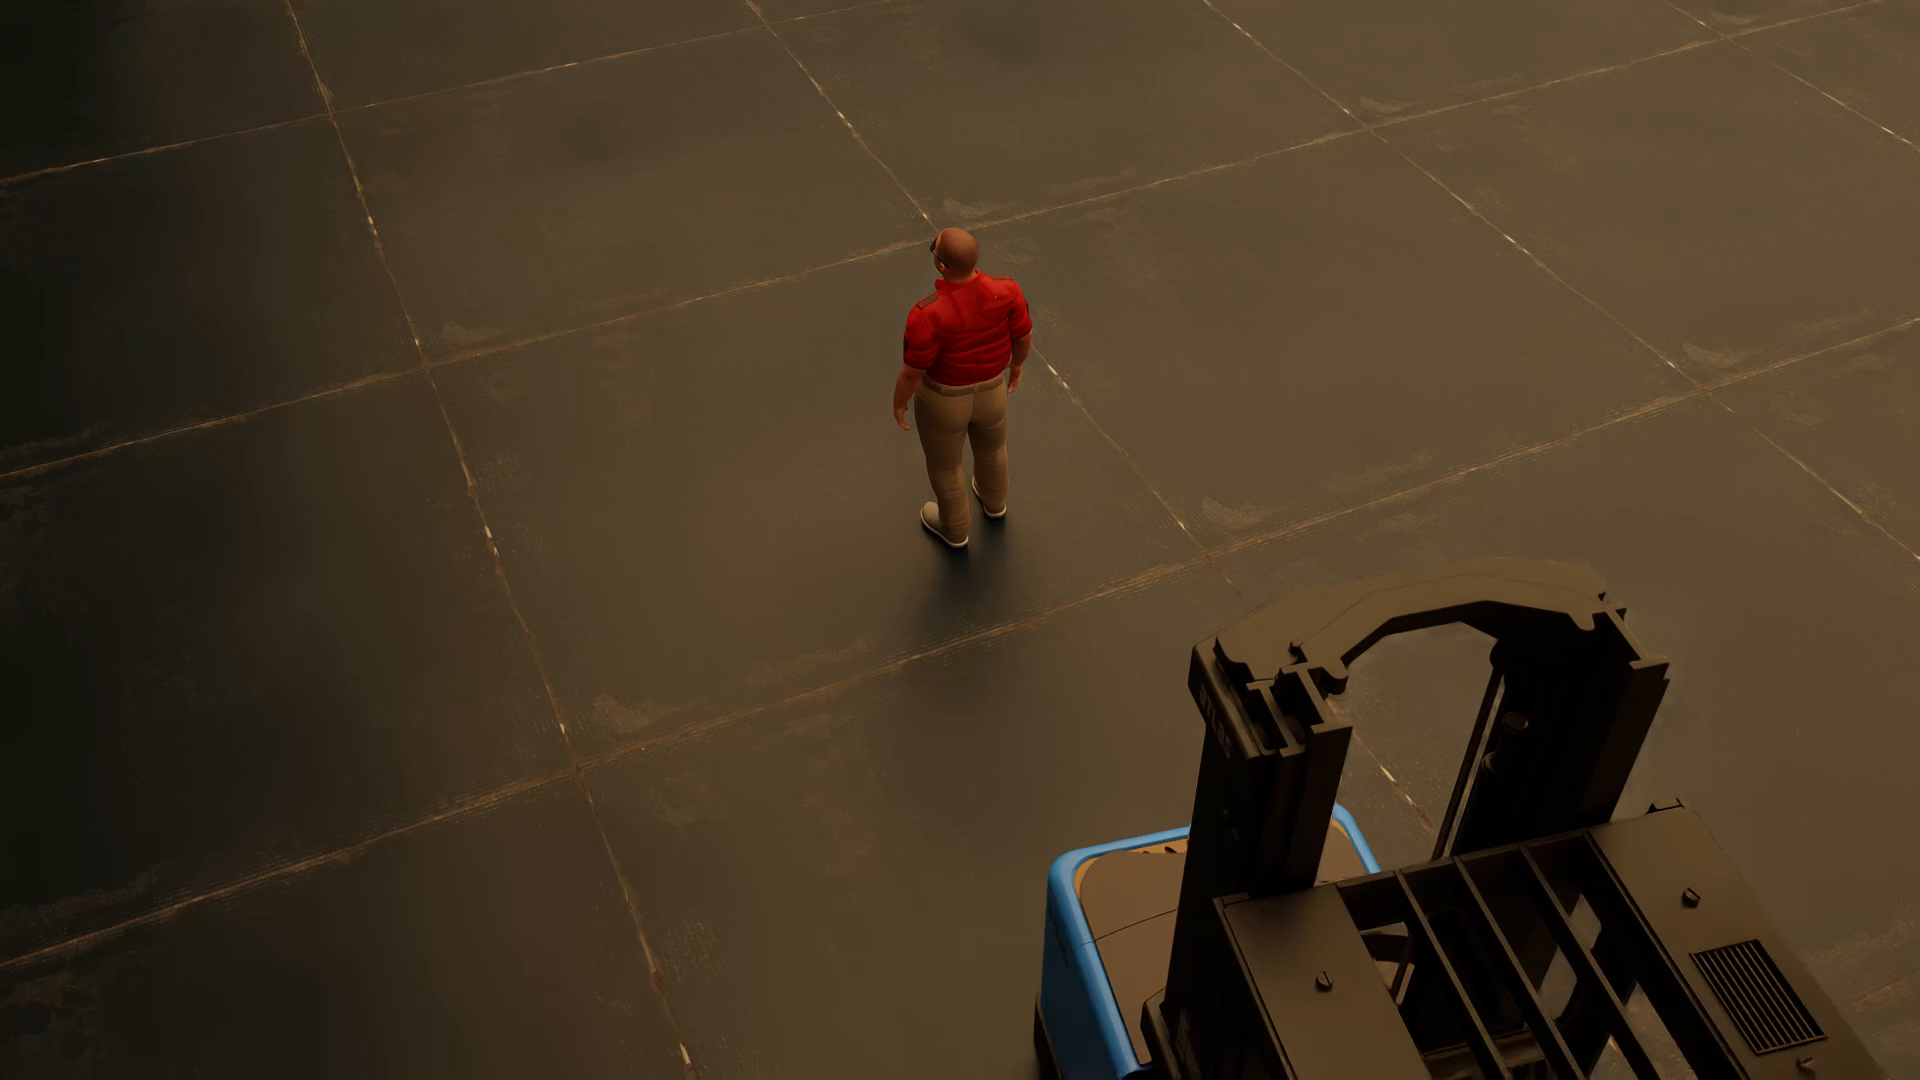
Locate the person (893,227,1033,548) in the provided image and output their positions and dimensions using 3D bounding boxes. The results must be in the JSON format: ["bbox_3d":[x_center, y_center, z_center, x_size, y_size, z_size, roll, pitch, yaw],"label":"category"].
[{"bbox_3d":[-0.027,-0.696,7.297,0.640,1.727,0.551,-18,46,-18],"label":"person"}]

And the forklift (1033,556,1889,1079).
[{"bbox_3d":[1.114,1.595,3.971,1.130,2.935,3.031,-10,44,-10],"label":"forklift"}]
